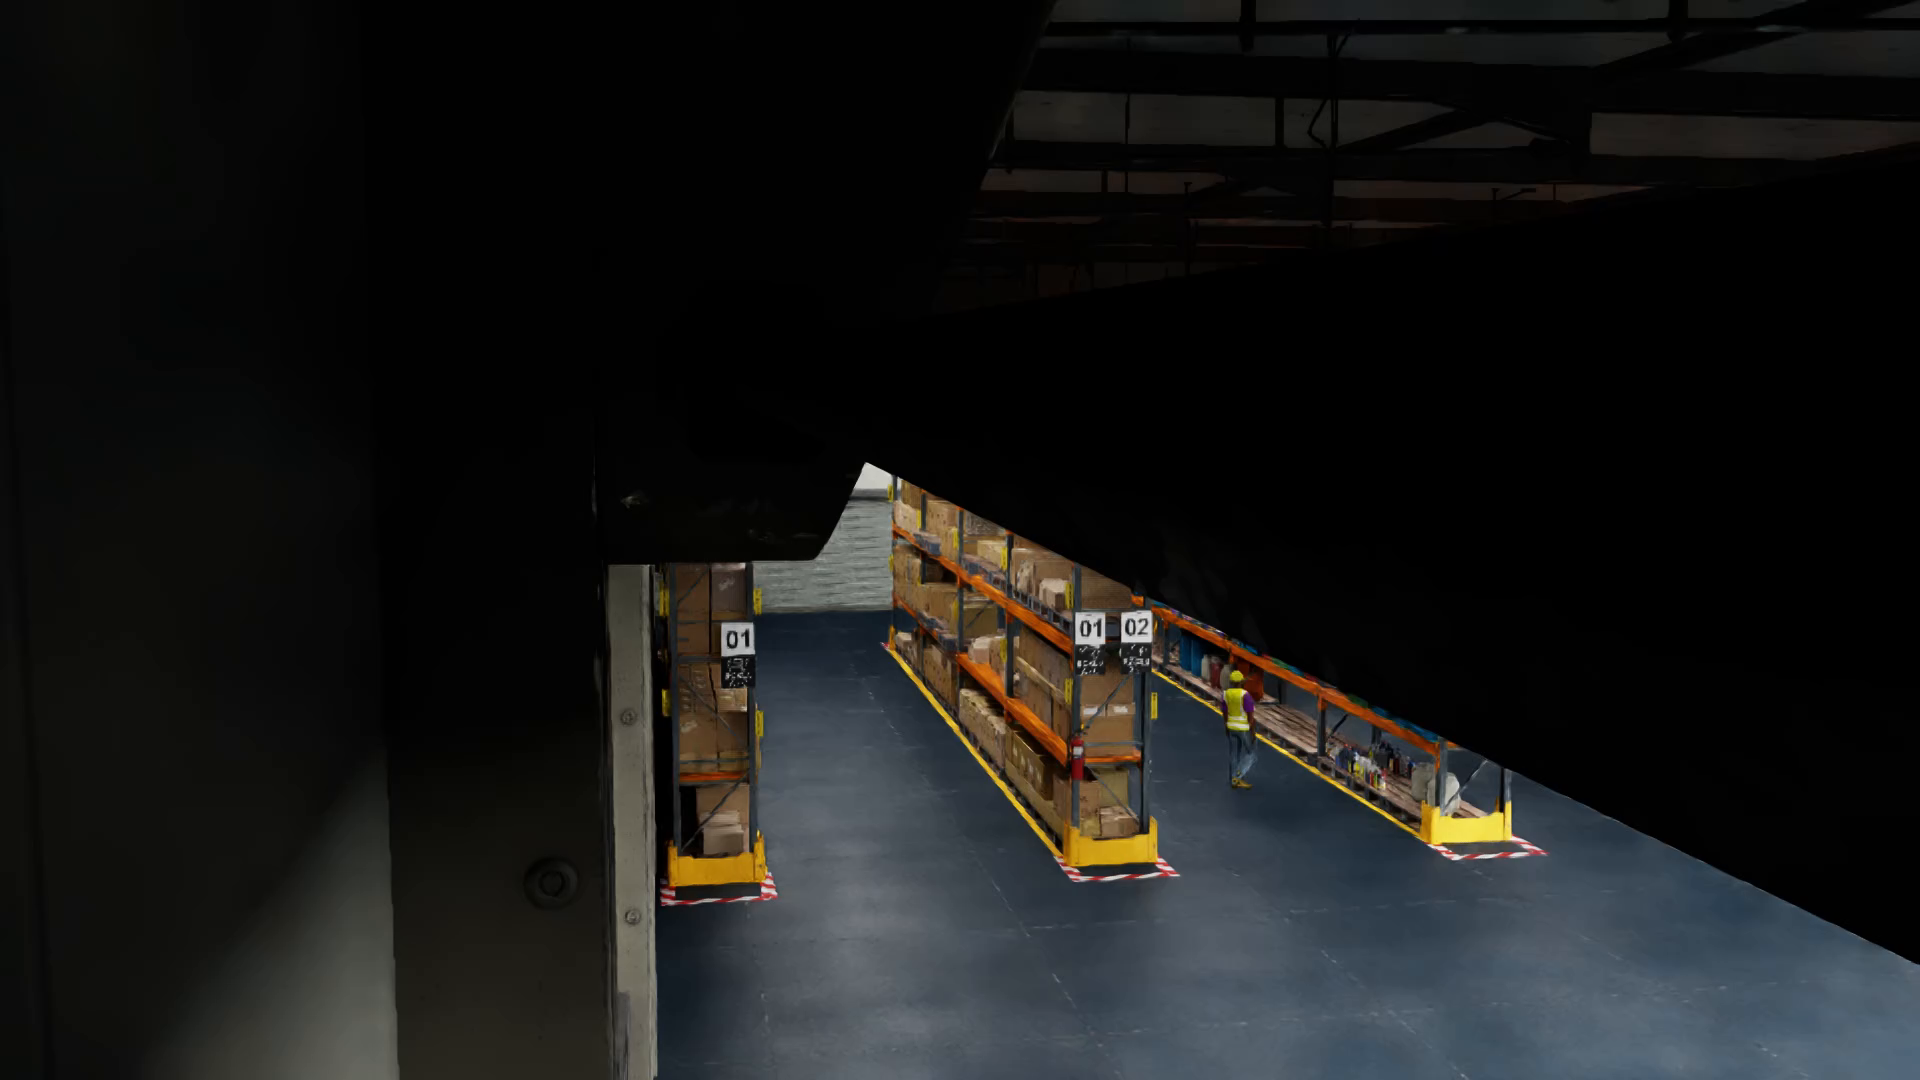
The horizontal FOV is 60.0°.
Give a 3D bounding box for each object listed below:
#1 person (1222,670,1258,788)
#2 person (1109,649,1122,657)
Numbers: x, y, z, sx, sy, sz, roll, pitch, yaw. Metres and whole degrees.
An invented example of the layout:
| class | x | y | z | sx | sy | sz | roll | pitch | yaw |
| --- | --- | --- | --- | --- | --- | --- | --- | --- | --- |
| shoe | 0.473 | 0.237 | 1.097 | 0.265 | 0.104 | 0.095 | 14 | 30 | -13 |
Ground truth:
| class | x | y | z | sx | sy | sz | roll | pitch | yaw |
| --- | --- | --- | --- | --- | --- | --- | --- | --- | --- |
| person | 4.129 | 2.799 | 24.574 | 0.447 | 1.762 | 0.602 | -5 | 8 | -41 |
| person | 2.859 | 2.032 | 31.402 | 0.454 | 1.788 | 0.601 | -5 | 8 | -38 |
